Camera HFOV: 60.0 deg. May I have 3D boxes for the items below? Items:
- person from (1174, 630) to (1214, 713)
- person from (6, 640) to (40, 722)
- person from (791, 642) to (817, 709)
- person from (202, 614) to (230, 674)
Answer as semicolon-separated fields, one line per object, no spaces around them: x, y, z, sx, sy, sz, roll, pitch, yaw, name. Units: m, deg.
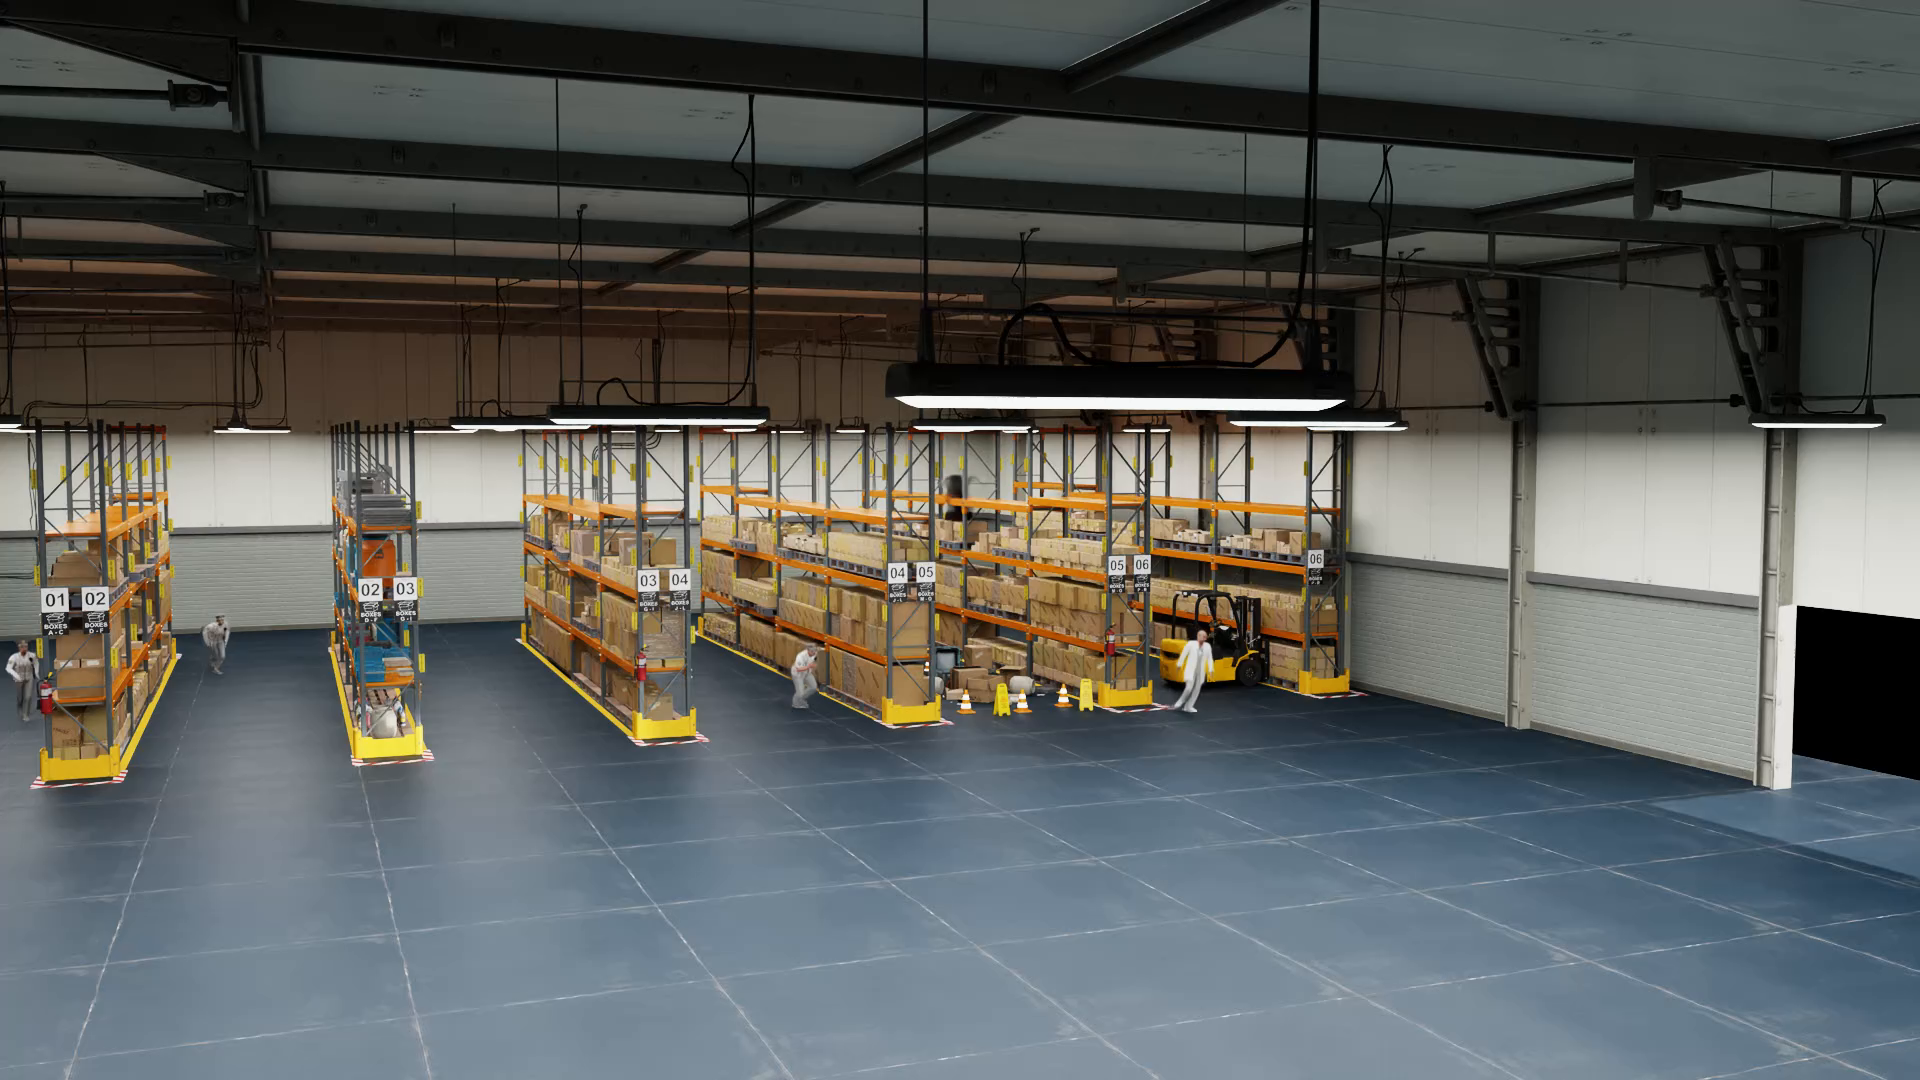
4.831;2.712;34.376;0.741;1.738;0.604;-1;4;-17;person
-18.900;2.814;33.548;0.610;1.649;0.760;-2;4;-34;person
-3.223;2.827;34.609;0.653;1.465;1.014;-3;5;-41;person
-17.916;2.499;40.005;0.632;1.479;0.890;-3;5;-42;person
